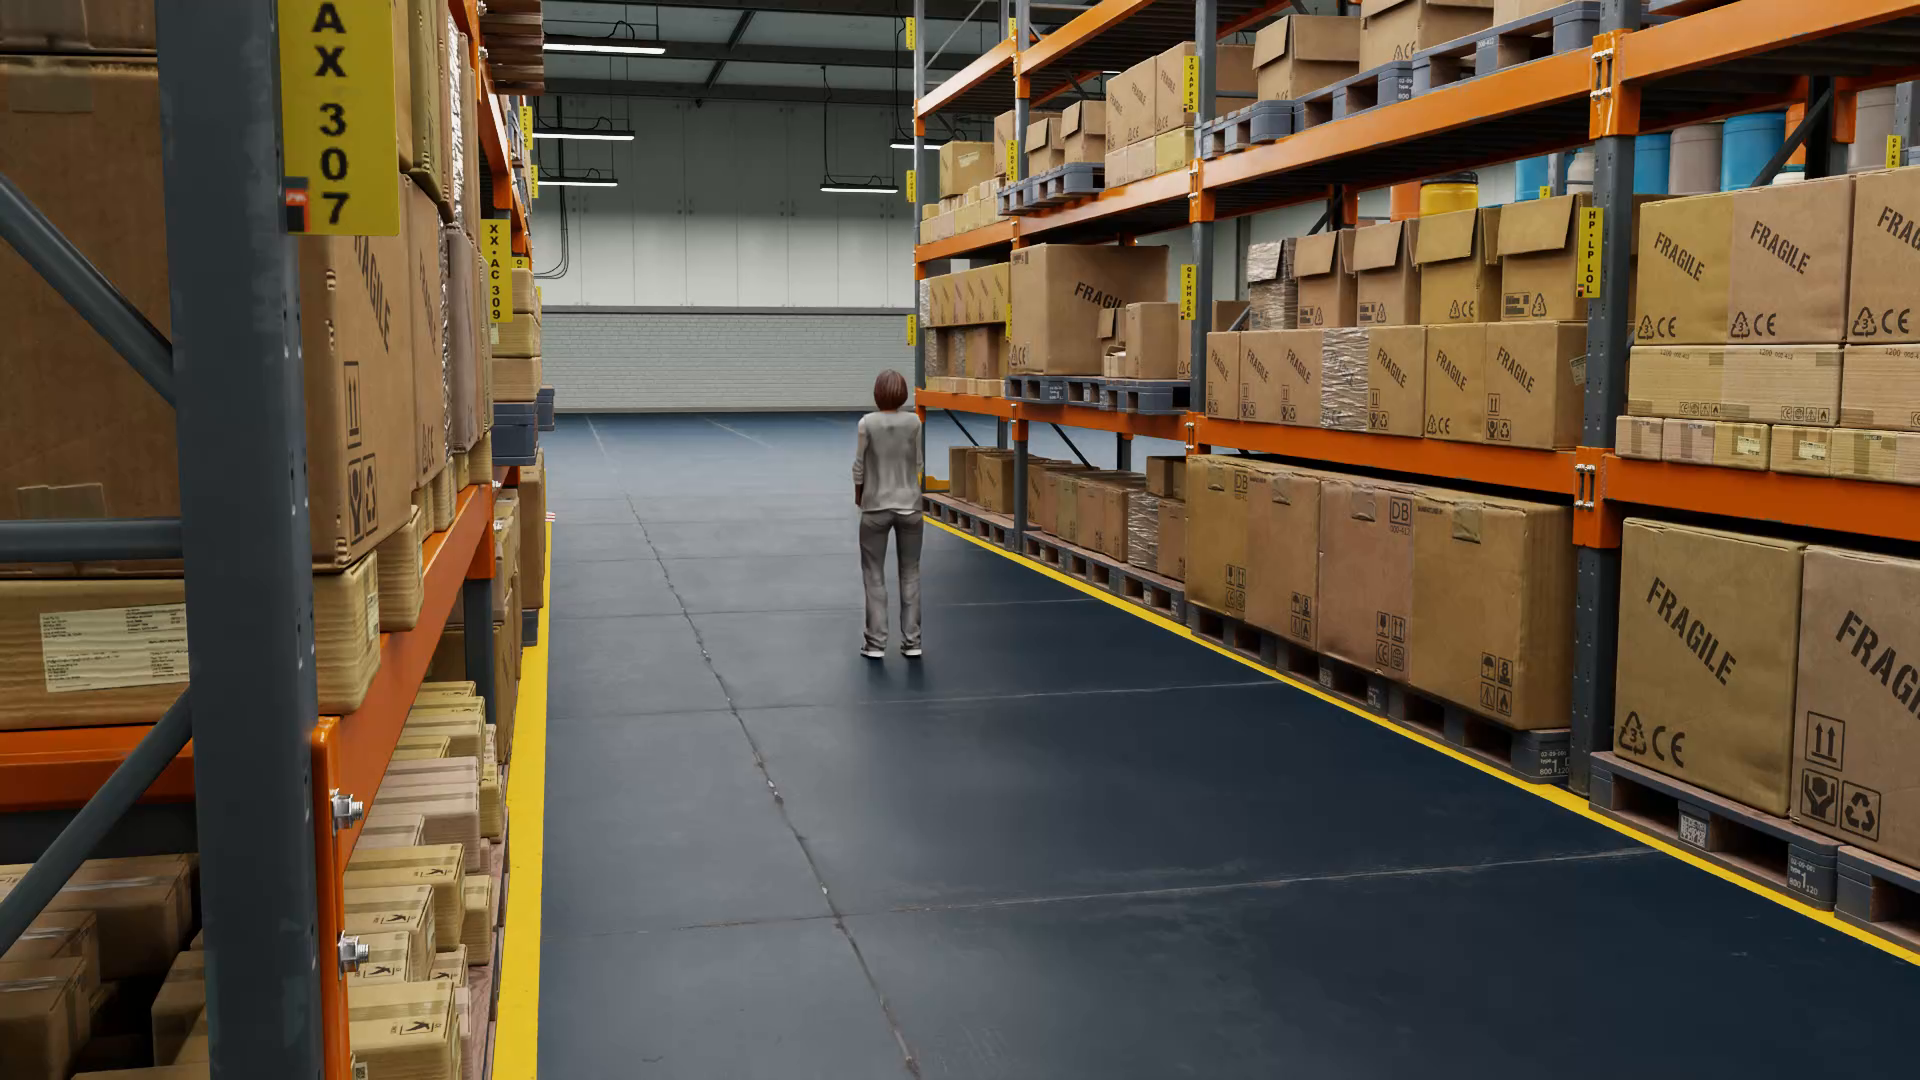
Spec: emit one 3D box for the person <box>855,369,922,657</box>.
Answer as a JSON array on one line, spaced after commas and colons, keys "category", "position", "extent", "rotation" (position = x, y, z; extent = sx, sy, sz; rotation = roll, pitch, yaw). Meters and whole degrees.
[{"category": "person", "position": [-0.398, -0.148, 9.264], "extent": [0.380, 1.588, 0.495], "rotation": [-1, 7, -13]}]
